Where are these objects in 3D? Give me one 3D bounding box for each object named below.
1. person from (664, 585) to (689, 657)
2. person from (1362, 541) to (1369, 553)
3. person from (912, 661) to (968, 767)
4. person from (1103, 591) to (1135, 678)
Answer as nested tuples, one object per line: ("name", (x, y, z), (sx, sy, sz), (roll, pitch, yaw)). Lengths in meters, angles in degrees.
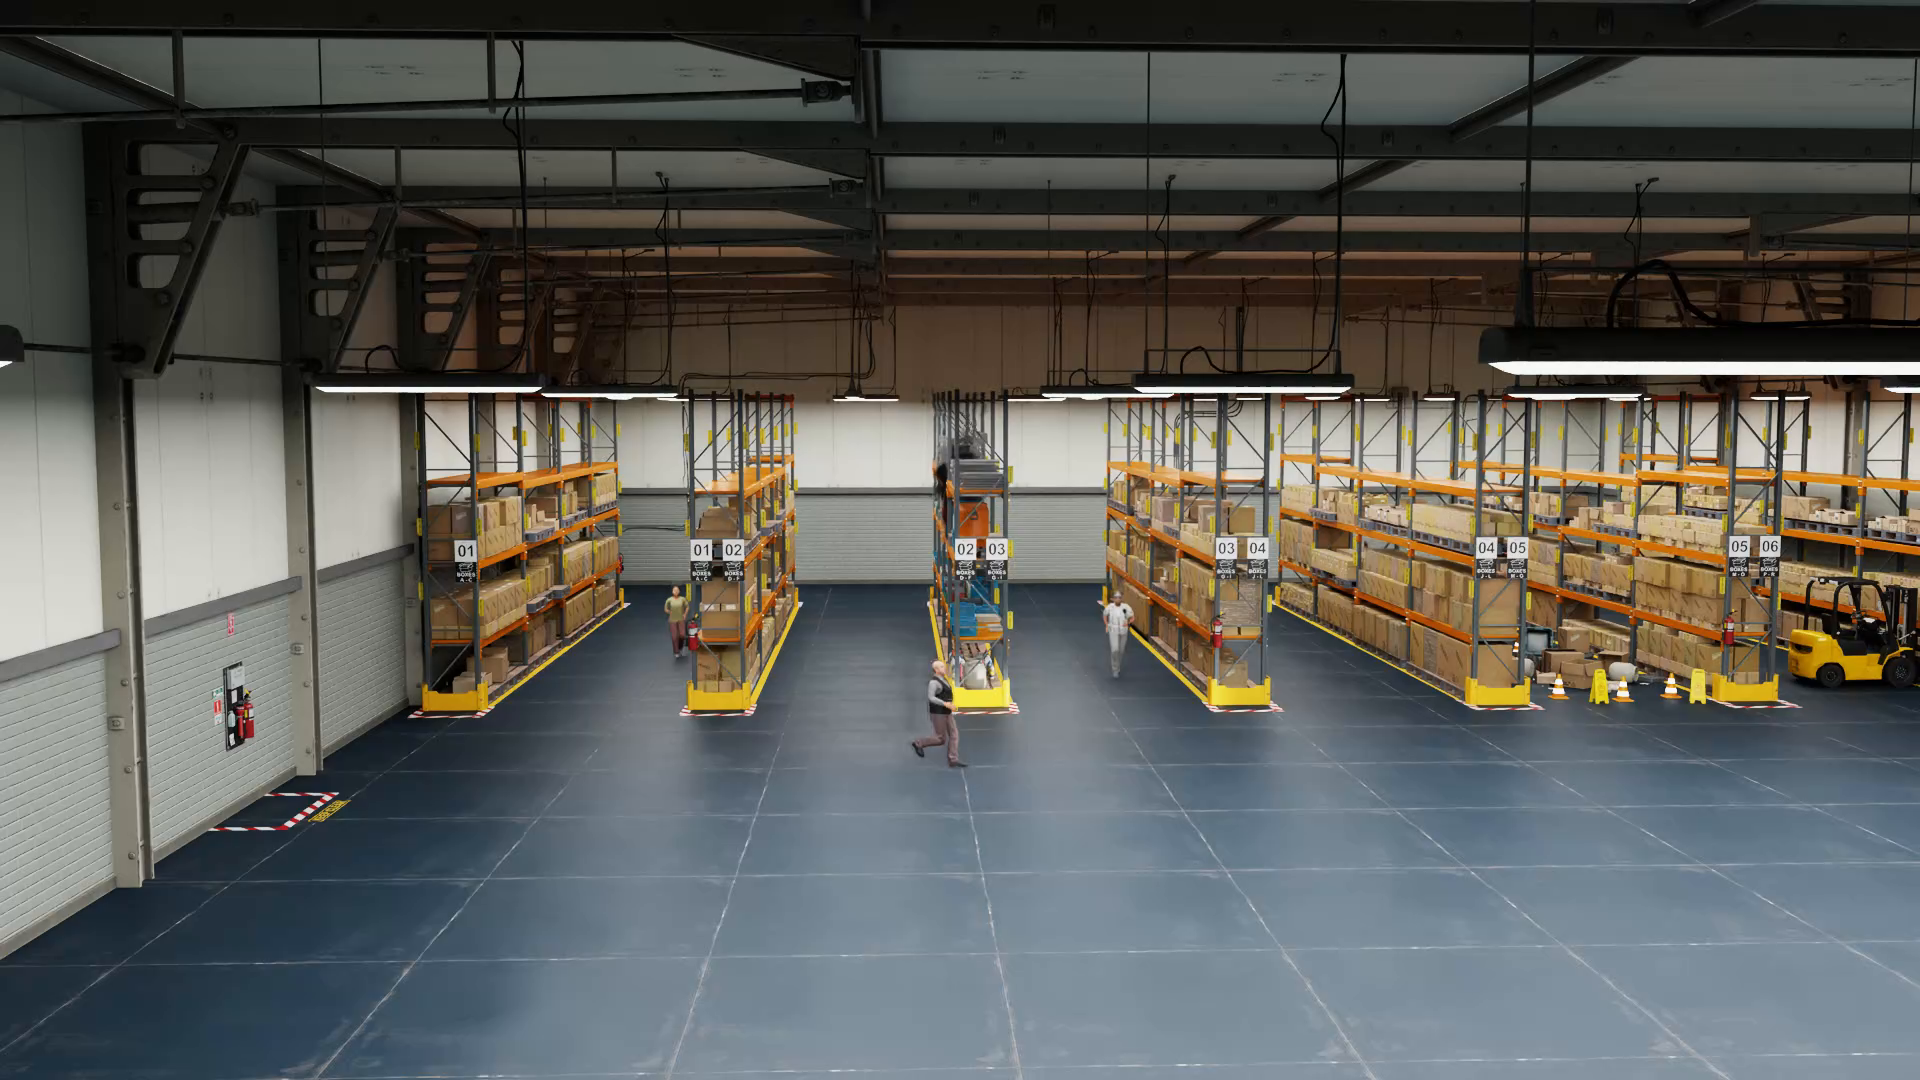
("person", (-6.372, 1.840, 37.452), (0.568, 1.628, 0.543), (-1, 5, -11))
("person", (12.029, 0.877, 49.241), (0.874, 1.693, 0.570), (1, 5, 8))
("person", (-0.300, 2.745, 26.263), (0.896, 1.691, 0.677), (2, 5, 19))
("person", (3.358, 1.972, 35.171), (0.653, 1.842, 0.830), (0, 5, -3))
